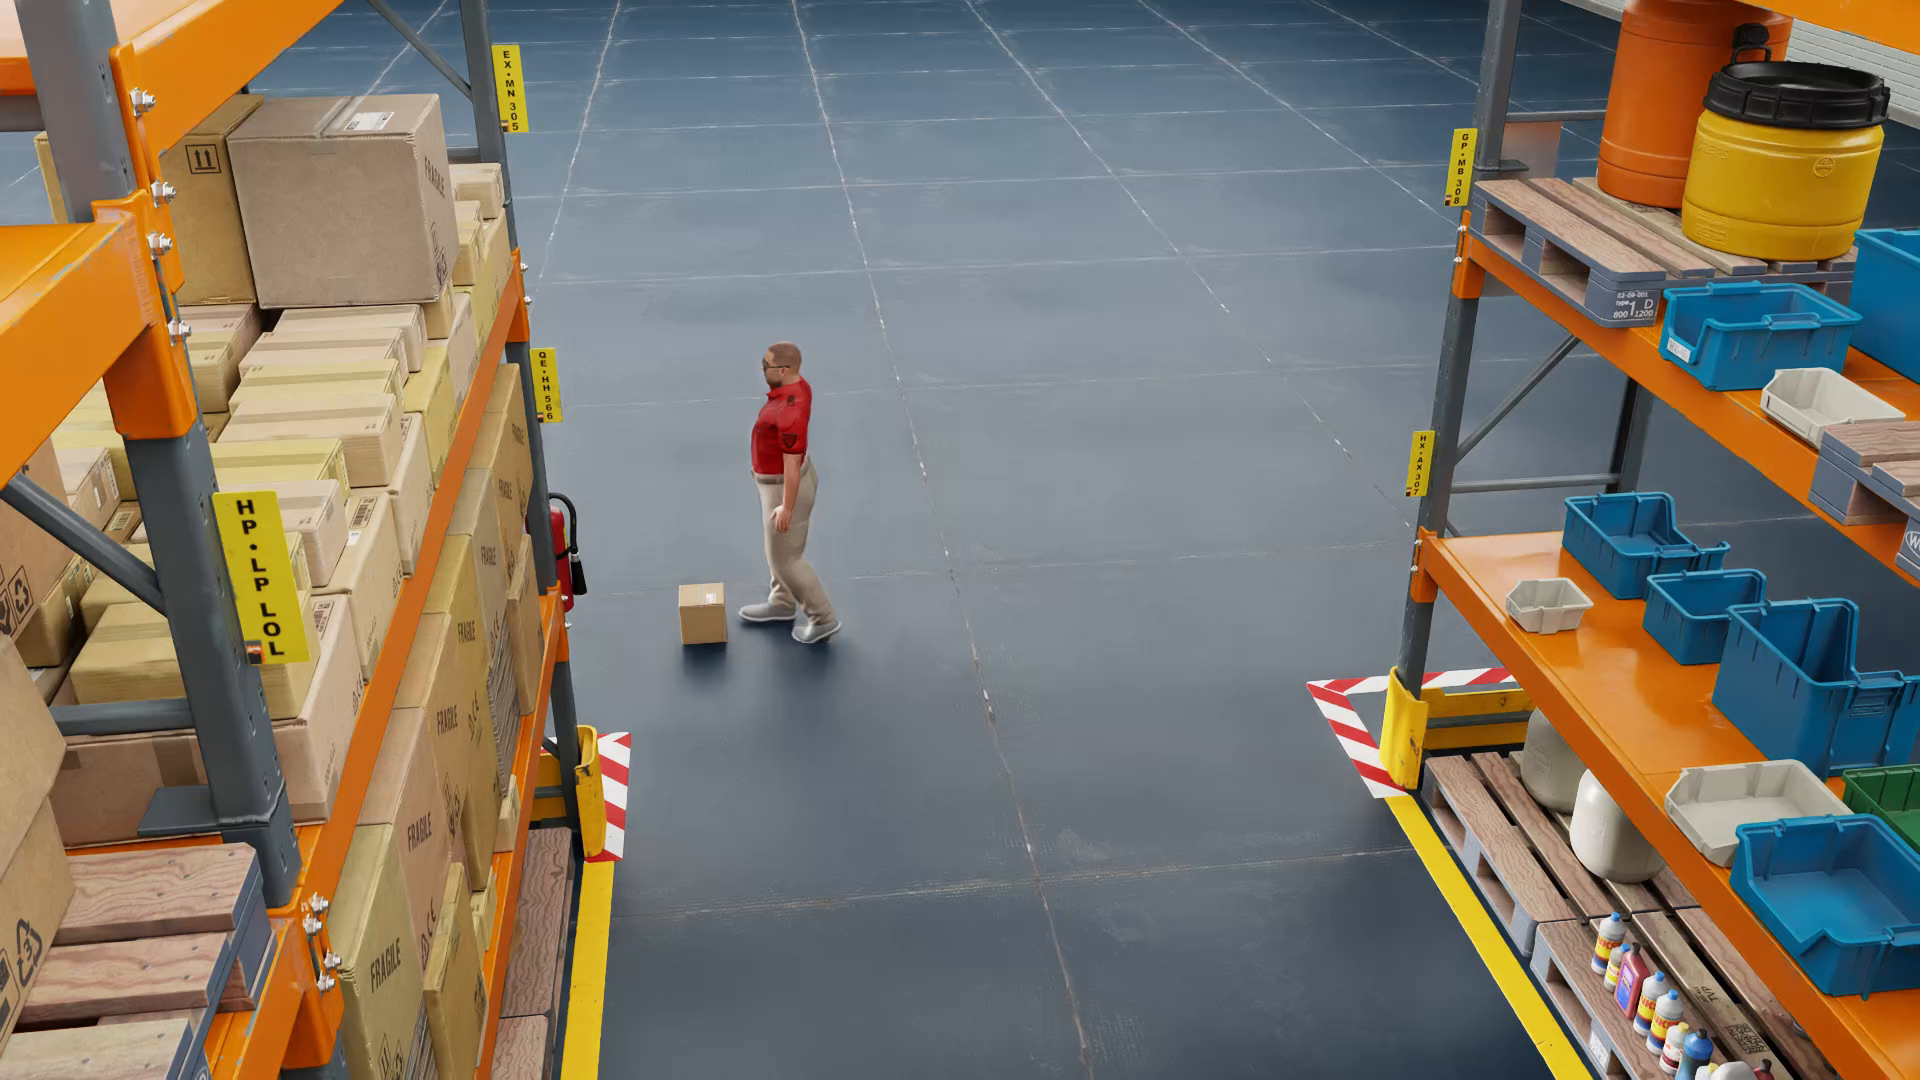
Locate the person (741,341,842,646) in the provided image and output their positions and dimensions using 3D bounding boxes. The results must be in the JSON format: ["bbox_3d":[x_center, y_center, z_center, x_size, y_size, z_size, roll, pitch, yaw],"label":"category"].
[{"bbox_3d":[-0.965,-0.269,9.177,0.601,1.750,0.560,0,27,0],"label":"person"}]
